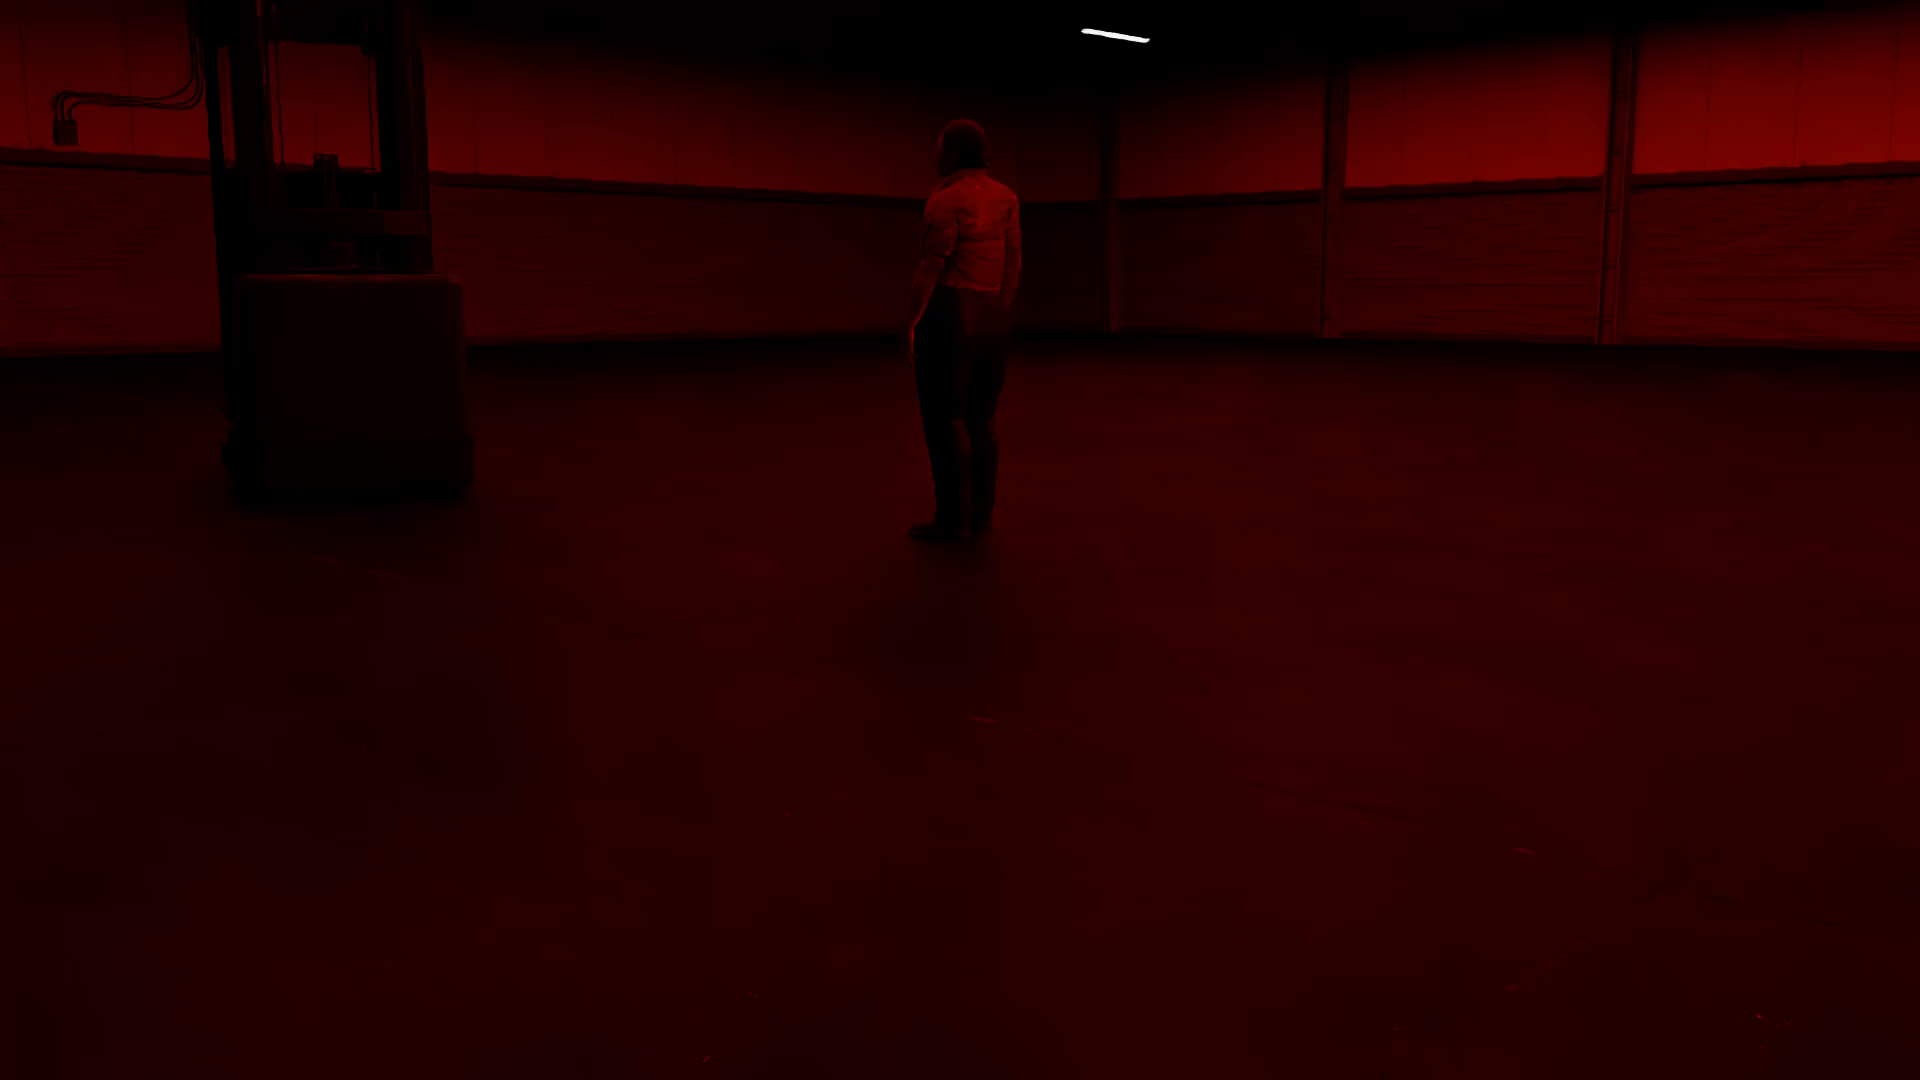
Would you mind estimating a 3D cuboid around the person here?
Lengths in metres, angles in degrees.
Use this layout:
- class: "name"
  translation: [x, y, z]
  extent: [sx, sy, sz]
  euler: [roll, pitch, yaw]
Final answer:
- class: "person"
  translation: [-0.049, -0.834, 6.671]
  extent: [0.502, 1.650, 0.599]
  euler: [8, 12, 43]

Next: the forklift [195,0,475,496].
- class: "forklift"
  translation: [-3.508, -1.840, 9.097]
  extent: [1.130, 2.935, 3.031]
  euler: [-4, 10, -26]
